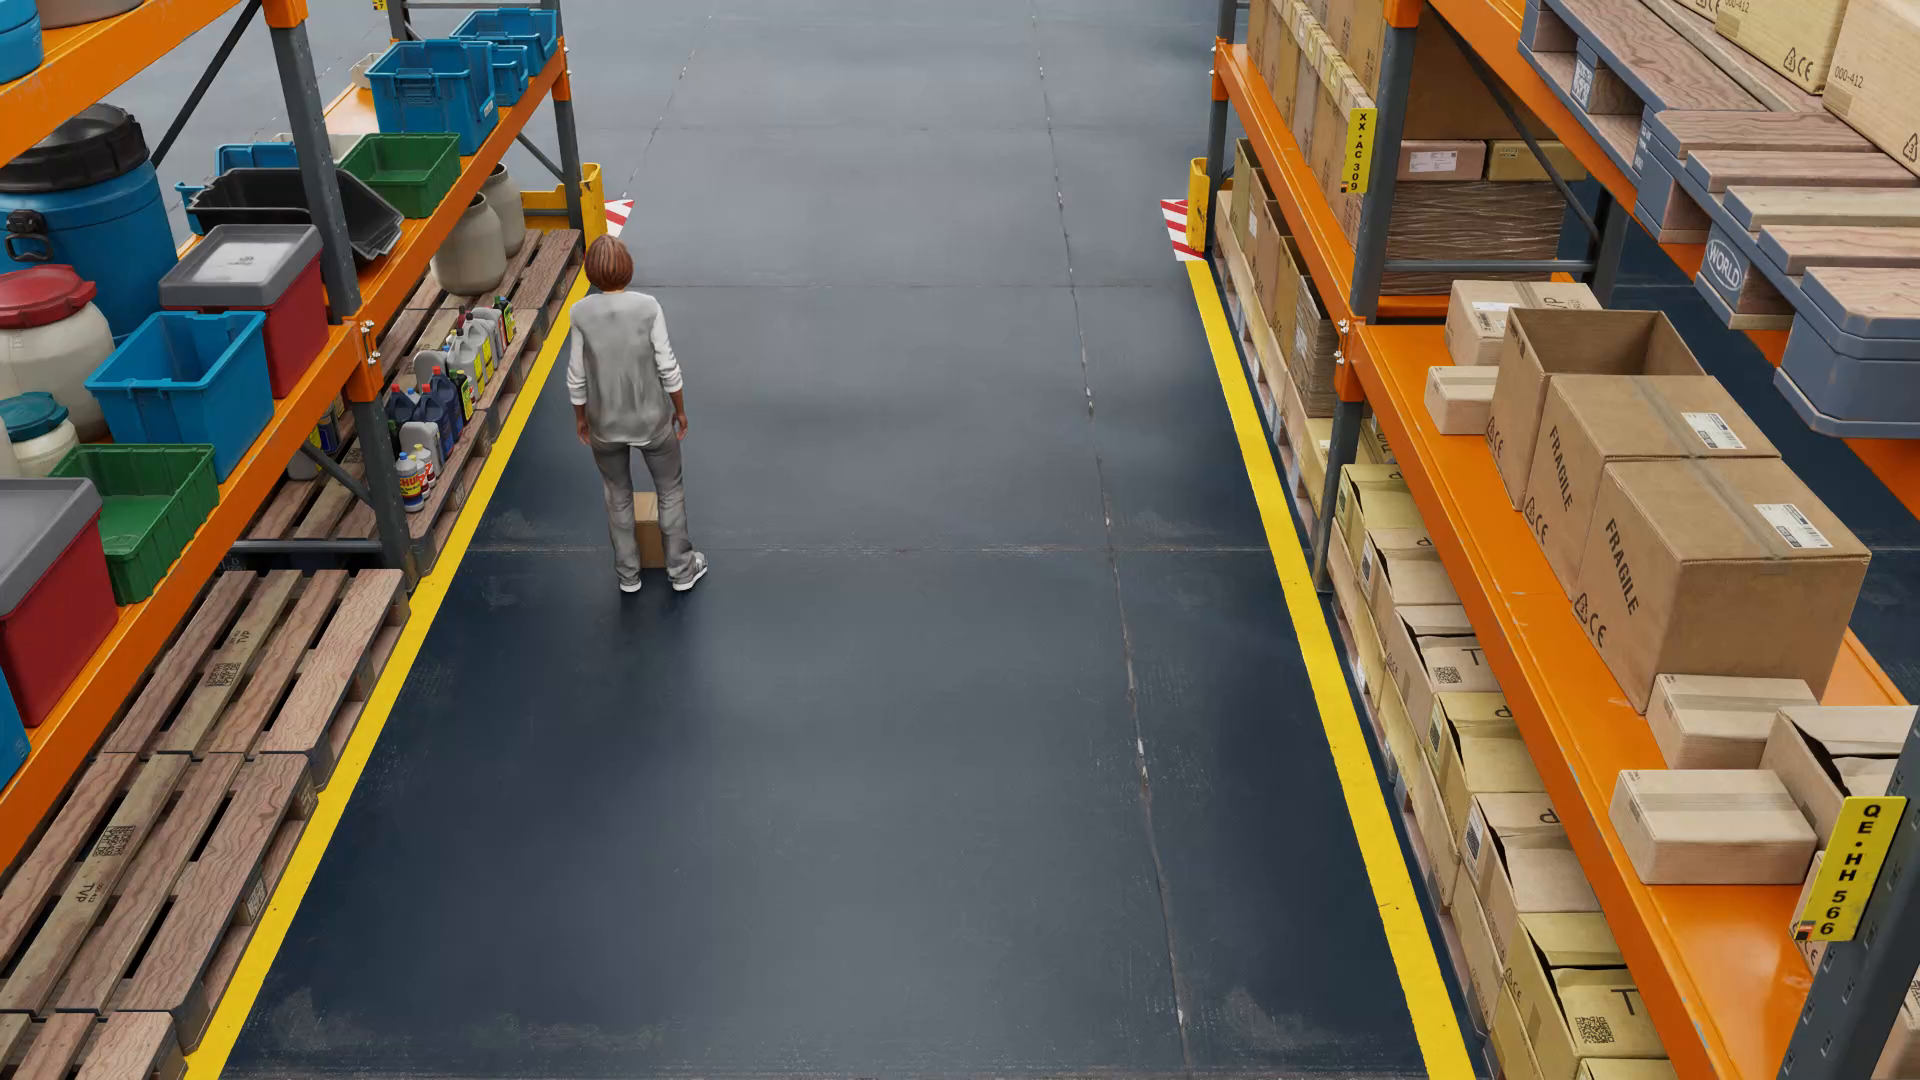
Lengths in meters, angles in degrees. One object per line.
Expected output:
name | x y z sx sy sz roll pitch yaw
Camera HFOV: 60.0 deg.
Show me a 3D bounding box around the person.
person | -1.366 -0.490 6.931 0.484 1.592 0.346 -2 32 -3
